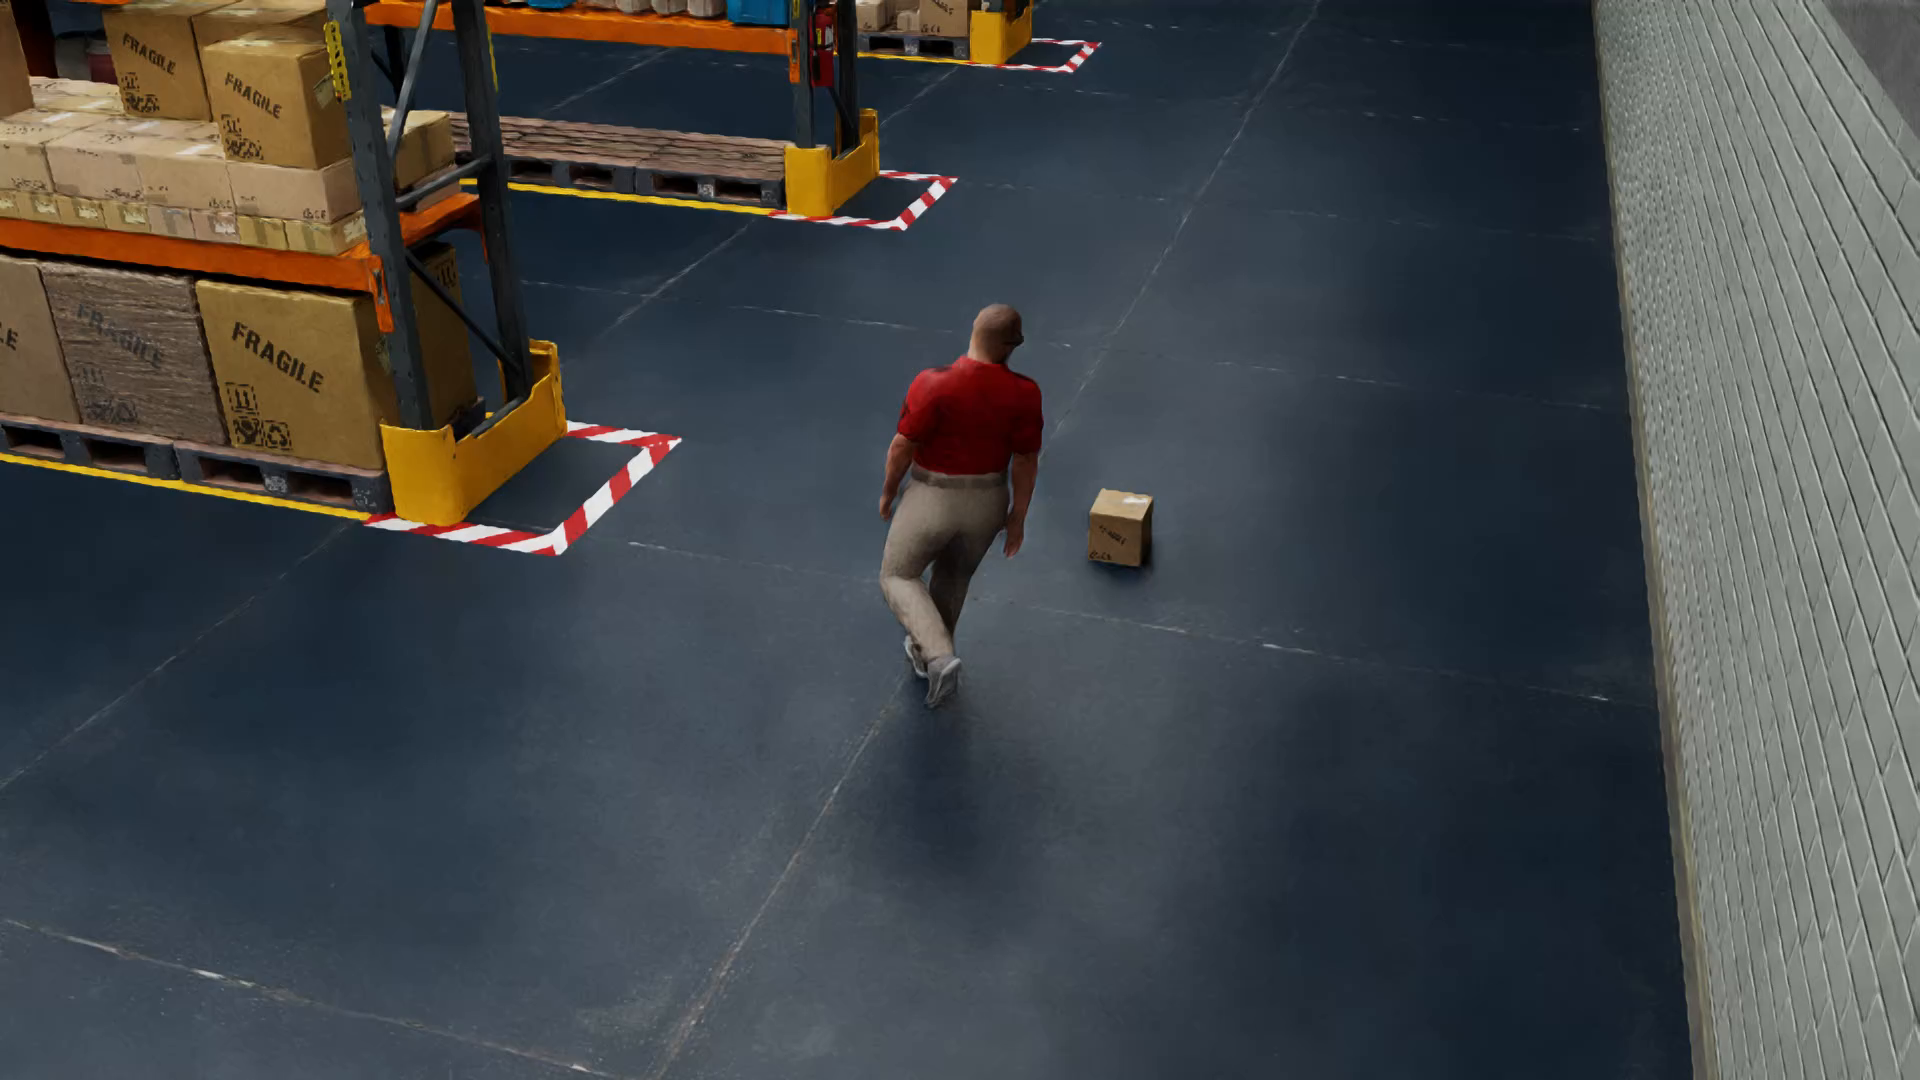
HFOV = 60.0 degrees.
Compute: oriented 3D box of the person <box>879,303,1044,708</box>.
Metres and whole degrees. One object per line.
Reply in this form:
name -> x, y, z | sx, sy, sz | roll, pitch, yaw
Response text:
person -> -0.007, -0.136, 6.433 | 0.609, 1.672, 0.771 | -6, 30, -11
